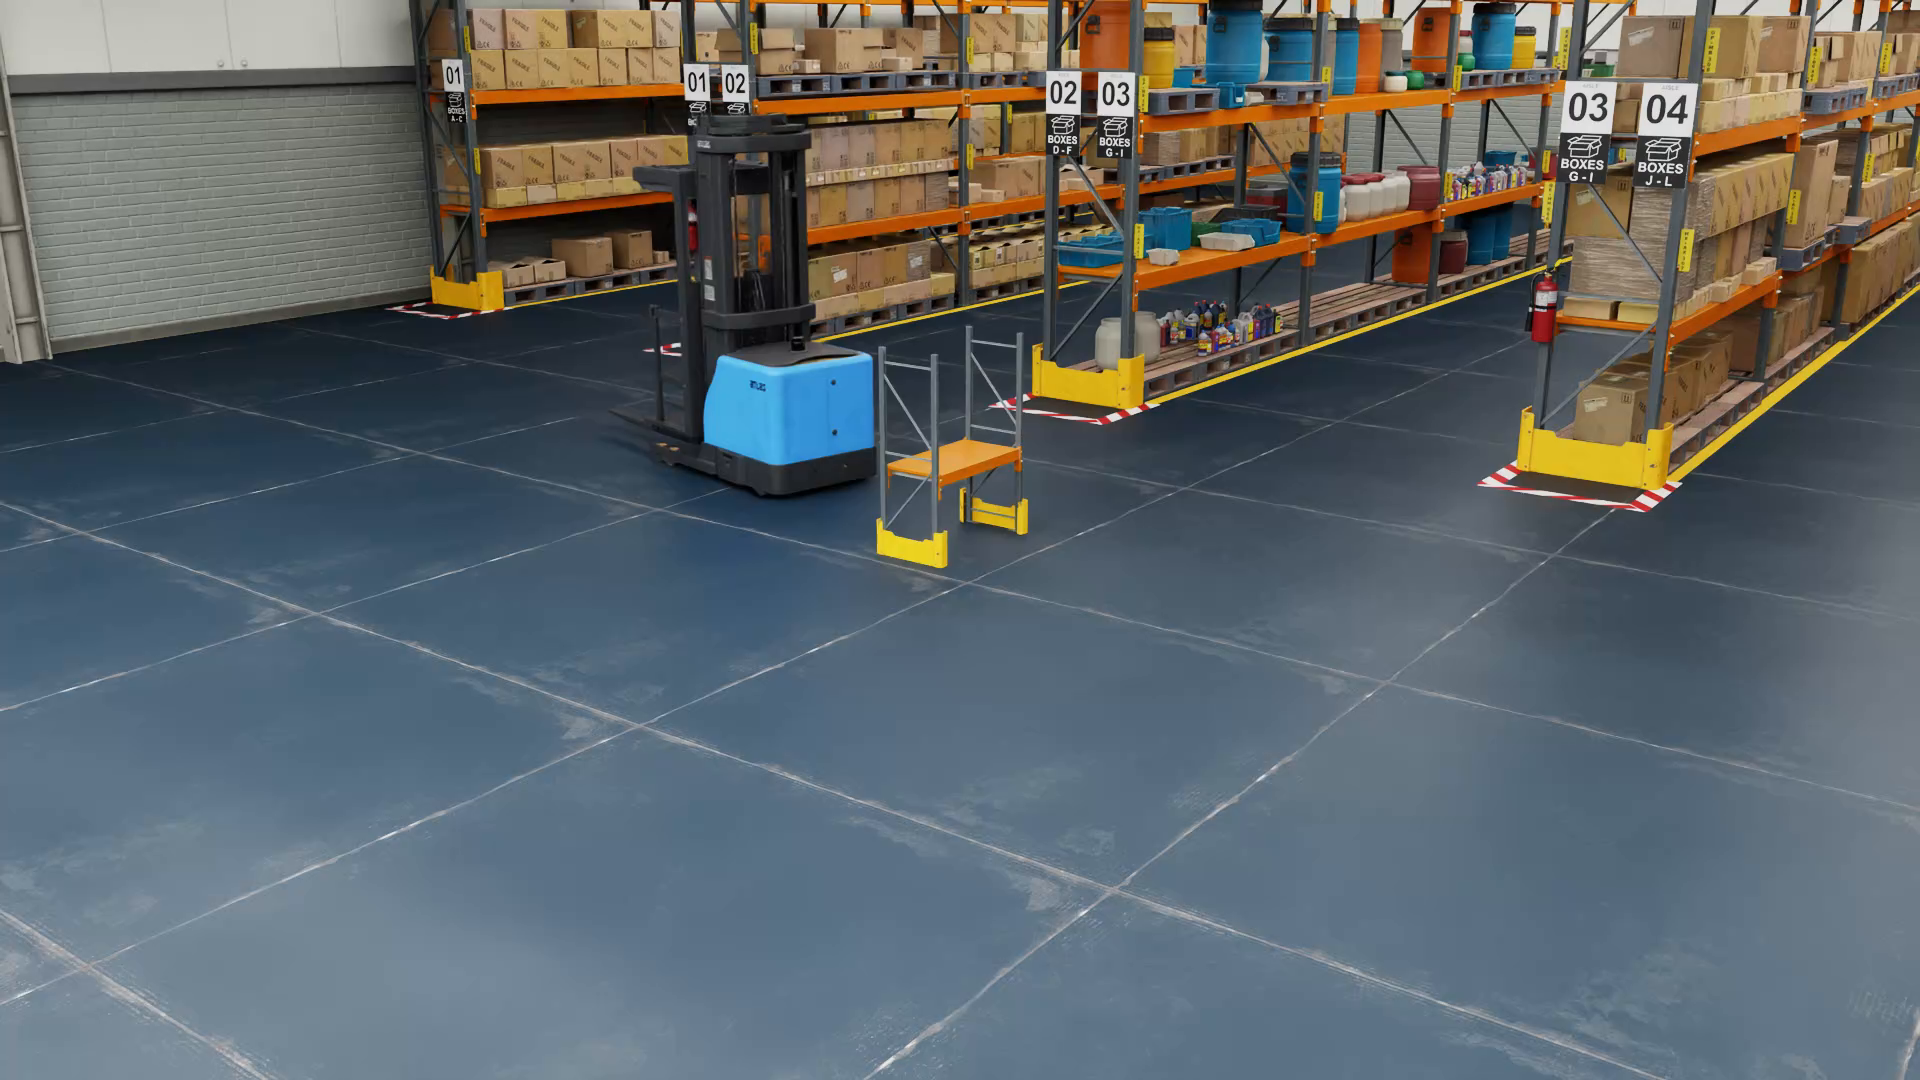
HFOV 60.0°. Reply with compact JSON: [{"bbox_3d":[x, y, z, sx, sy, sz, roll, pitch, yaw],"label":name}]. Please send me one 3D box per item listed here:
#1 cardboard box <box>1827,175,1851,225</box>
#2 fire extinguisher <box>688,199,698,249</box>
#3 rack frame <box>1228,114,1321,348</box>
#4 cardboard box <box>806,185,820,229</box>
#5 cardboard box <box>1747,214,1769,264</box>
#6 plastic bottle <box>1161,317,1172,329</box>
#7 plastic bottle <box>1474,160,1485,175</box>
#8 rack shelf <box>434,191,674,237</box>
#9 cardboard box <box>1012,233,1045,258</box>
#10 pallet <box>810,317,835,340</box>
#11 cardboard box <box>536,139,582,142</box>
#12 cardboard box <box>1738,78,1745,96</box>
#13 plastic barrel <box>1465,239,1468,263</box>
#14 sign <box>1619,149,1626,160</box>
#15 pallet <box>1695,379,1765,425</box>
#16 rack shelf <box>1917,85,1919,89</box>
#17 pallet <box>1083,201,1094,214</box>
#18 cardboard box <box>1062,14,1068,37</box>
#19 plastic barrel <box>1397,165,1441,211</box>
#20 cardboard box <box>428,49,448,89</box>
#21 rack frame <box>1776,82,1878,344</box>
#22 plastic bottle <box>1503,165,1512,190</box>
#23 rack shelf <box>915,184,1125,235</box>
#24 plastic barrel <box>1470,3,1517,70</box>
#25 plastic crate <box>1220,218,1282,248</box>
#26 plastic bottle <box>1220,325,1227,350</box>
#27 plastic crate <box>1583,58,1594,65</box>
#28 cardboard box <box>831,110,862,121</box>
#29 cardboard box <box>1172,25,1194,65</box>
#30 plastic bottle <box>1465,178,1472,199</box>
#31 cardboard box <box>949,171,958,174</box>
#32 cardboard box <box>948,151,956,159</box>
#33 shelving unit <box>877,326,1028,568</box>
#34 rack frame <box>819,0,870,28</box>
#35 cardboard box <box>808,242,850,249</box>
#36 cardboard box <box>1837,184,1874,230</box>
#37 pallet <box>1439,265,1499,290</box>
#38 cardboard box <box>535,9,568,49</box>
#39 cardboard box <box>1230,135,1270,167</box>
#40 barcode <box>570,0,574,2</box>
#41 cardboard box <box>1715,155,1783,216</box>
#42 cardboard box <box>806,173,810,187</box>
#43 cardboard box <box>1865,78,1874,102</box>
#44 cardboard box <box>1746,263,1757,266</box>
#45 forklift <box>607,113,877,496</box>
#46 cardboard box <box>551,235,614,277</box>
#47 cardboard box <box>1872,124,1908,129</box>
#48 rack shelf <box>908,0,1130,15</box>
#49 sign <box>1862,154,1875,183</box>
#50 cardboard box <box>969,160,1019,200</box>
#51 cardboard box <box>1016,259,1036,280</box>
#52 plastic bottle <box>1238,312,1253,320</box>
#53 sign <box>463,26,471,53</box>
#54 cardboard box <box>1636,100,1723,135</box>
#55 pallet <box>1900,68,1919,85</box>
[{"bbox_3d":[9.478,-3.824,18.622,0.500,0.500,0.700,-16,24,-42],"label":"cardboard box"},{"bbox_3d":[-3.144,-3.724,19.310,0.296,0.674,0.183,12,21,35],"label":"fire extinguisher"},{"bbox_3d":[3.659,-3.784,19.371,1.000,3.000,0.127,12,21,35],"label":"rack frame"},{"bbox_3d":[-2.103,-3.990,19.866,0.700,0.500,0.500,13,22,36],"label":"cardboard box"},{"bbox_3d":[7.319,-3.002,16.184,0.875,0.500,0.500,12,21,35],"label":"cardboard box"},{"bbox_3d":[2.273,-2.344,18.584,0.152,0.276,0.135,12,21,33],"label":"plastic bottle"},{"bbox_3d":[7.932,-5.630,25.398,0.144,0.351,0.185,12,21,35],"label":"plastic bottle"},{"bbox_3d":[-5.489,-4.715,23.581,1.077,0.370,4.000,12,21,35],"label":"rack shelf"},{"bbox_3d":[1.044,-4.236,23.810,0.500,0.311,0.500,13,22,36],"label":"cardboard box"},{"bbox_3d":[-2.278,-2.565,20.149,1.003,0.211,1.213,12,21,35],"label":"pallet"},{"bbox_3d":[-5.658,-5.390,23.497,0.500,0.500,0.500,13,21,35],"label":"cardboard box"},{"bbox_3d":[6.406,-3.836,14.061,0.380,0.149,0.250,11,21,32],"label":"cardboard box"},{"bbox_3d":[7.258,-4.288,24.481,0.421,0.512,0.421,0,17,0],"label":"plastic barrel"},{"bbox_3d":[11.260,-6.627,28.250,0.100,0.325,0.005,12,21,35],"label":"sign"},{"bbox_3d":[7.265,-1.411,16.431,1.003,0.211,1.213,12,21,35],"label":"pallet"},{"bbox_3d":[13.595,-6.380,23.884,1.077,0.370,4.000,12,21,35],"label":"rack shelf"},{"bbox_3d":[2.439,-6.857,33.968,1.003,0.211,1.213,12,21,35],"label":"pallet"},{"bbox_3d":[1.711,-9.770,31.700,0.500,0.500,0.500,13,21,35],"label":"cardboard box"},{"bbox_3d":[6.009,-4.638,21.891,0.600,0.536,0.708,12,21,35],"label":"plastic barrel"},{"bbox_3d":[-6.635,-6.216,21.942,0.500,0.500,0.500,14,22,39],"label":"cardboard box"},{"bbox_3d":[10.020,-3.862,19.621,1.000,3.000,0.127,12,21,35],"label":"rack frame"},{"bbox_3d":[8.031,-5.345,24.481,0.144,0.351,0.185,12,21,35],"label":"plastic bottle"},{"bbox_3d":[0.875,-4.793,23.833,1.077,0.370,4.000,12,21,35],"label":"rack shelf"},{"bbox_3d":[7.532,-7.128,23.529,0.600,0.901,0.708,12,21,35],"label":"plastic barrel"},{"bbox_3d":[3.218,-3.401,18.390,0.499,0.251,0.616,12,21,35],"label":"plastic crate"},{"bbox_3d":[2.870,-2.221,18.196,0.097,0.271,0.097,0,17,0],"label":"plastic bottle"},{"bbox_3d":[10.356,-7.970,28.013,0.497,0.269,0.590,12,21,35],"label":"plastic crate"},{"bbox_3d":[-1.852,-7.199,28.399,0.500,0.250,0.500,13,22,36],"label":"cardboard box"},{"bbox_3d":[3.298,-7.869,26.423,0.600,0.600,0.600,11,21,33],"label":"cardboard box"},{"bbox_3d":[7.089,-4.916,23.213,0.061,0.283,0.133,12,21,35],"label":"plastic bottle"},{"bbox_3d":[0.186,-6.436,30.828,0.750,0.750,0.750,13,21,35],"label":"cardboard box"},{"bbox_3d":[-0.297,-6.904,29.809,0.380,0.149,0.250,12,21,33],"label":"cardboard box"},{"bbox_3d":[-0.045,-0.698,11.963,0.587,1.500,1.083,12,21,35],"label":"shelving unit"},{"bbox_3d":[-1.914,-9.352,27.187,1.000,3.000,0.127,12,21,35],"label":"rack frame"},{"bbox_3d":[-1.737,-3.493,21.098,0.500,0.500,0.500,12,21,35],"label":"cardboard box"},{"bbox_3d":[10.528,-3.977,19.824,0.500,0.500,0.500,13,22,36],"label":"cardboard box"},{"bbox_3d":[7.206,-3.890,24.413,1.003,0.211,1.213,12,21,35],"label":"pallet"},{"bbox_3d":[-5.620,-6.833,22.242,0.500,0.500,0.500,13,22,36],"label":"cardboard box"},{"bbox_3d":[4.972,-6.687,28.550,0.500,0.500,0.500,13,22,36],"label":"cardboard box"},{"bbox_3d":[-5.471,-7.619,23.461,0.001,0.075,0.075,12,21,35],"label":"barcode"},{"bbox_3d":[7.293,-3.301,15.460,0.500,0.500,0.500,12,21,35],"label":"cardboard box"},{"bbox_3d":[-1.989,-4.243,19.587,0.380,0.149,0.250,13,21,35],"label":"cardboard box"},{"bbox_3d":[9.934,-5.066,18.694,0.500,0.250,0.500,12,21,35],"label":"cardboard box"},{"bbox_3d":[7.391,-2.579,15.914,0.380,0.149,0.250,12,21,35],"label":"cardboard box"},{"bbox_3d":[-2.028,-2.117,14.118,1.130,2.935,3.031,-14,22,-38],"label":"forklift"},{"bbox_3d":[-5.379,-4.049,23.697,0.700,0.500,0.500,11,20,31],"label":"cardboard box"},{"bbox_3d":[13.682,-5.885,24.625,0.500,0.500,0.500,12,21,33],"label":"cardboard box"},{"bbox_3d":[0.875,-7.467,23.003,1.077,0.370,4.000,12,21,35],"label":"rack shelf"},{"bbox_3d":[10.462,-4.283,19.159,0.100,0.325,0.005,12,21,35],"label":"sign"},{"bbox_3d":[0.468,-5.013,23.162,0.500,0.500,0.500,14,22,39],"label":"cardboard box"},{"bbox_3d":[0.735,-3.845,23.497,0.500,0.250,0.500,12,21,33],"label":"cardboard box"},{"bbox_3d":[3.258,-2.464,18.970,0.152,0.276,0.135,12,21,35],"label":"plastic bottle"},{"bbox_3d":[-6.245,-6.336,21.058,0.100,0.325,0.005,12,21,35],"label":"sign"},{"bbox_3d":[5.748,-3.386,13.285,0.500,0.250,0.500,13,22,36],"label":"cardboard box"},{"bbox_3d":[12.899,-6.397,22.879,1.003,0.211,1.213,12,21,35],"label":"pallet"}]
